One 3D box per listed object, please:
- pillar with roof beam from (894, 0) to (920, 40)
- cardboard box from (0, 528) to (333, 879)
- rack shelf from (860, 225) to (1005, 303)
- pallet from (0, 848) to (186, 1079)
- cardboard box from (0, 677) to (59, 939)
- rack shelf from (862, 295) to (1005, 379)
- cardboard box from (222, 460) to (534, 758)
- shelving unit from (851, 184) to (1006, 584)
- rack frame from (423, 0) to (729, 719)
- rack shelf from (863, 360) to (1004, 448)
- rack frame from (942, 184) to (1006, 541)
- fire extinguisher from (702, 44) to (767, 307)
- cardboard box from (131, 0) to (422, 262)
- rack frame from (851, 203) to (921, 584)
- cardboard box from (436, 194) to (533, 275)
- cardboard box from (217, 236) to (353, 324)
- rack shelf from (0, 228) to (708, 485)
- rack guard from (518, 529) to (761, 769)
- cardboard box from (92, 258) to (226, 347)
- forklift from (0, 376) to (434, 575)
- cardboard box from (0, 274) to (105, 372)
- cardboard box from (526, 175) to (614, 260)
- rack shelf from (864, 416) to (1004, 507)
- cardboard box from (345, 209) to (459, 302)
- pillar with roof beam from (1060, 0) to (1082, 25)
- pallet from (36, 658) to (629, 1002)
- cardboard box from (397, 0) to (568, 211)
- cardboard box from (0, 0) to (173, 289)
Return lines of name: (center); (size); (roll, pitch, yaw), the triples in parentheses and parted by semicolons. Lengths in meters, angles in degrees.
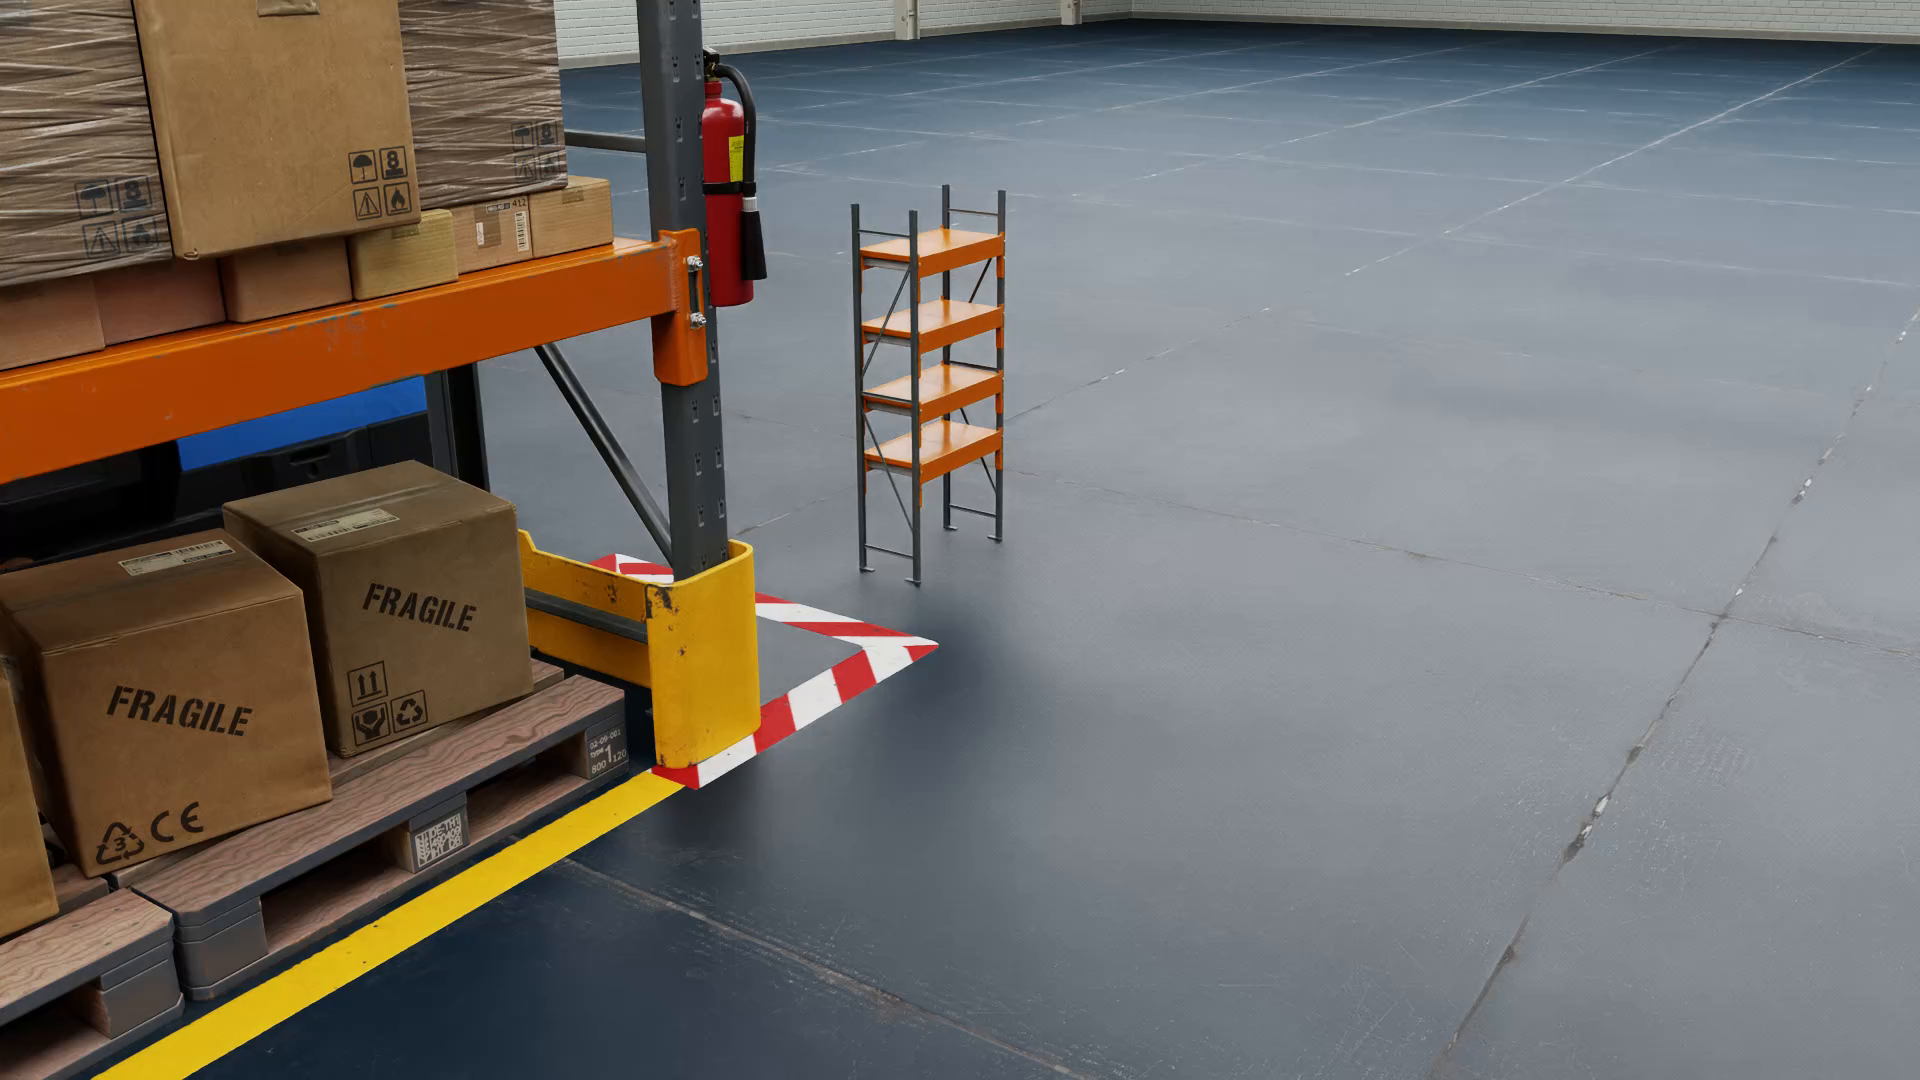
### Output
pillar with roof beam: (2.569, -12.741, 27.237); (9.100, 9.000, 0.400); (13, 24, 32)
cardboard box: (-1.715, 0.325, 3.561); (0.500, 0.500, 0.500); (-17, 26, -38)
rack shelf: (-0.093, -0.884, 5.292); (0.258, 0.148, 0.480); (13, 24, 32)
pallet: (-2.257, 0.900, 3.028); (1.003, 0.211, 1.213); (13, 24, 32)
cardboard box: (-2.083, 0.501, 3.085); (0.500, 0.500, 0.500); (16, 26, 37)
rack shelf: (-0.093, -0.662, 5.374); (0.258, 0.148, 0.480); (13, 24, 32)
cardboard box: (-1.407, 0.147, 4.043); (0.500, 0.500, 0.500); (19, 28, 42)
shelving unit: (-0.093, -0.515, 5.428); (0.258, 1.200, 0.503); (13, 24, 32)
rack frame: (-1.042, -1.005, 4.158); (1.000, 3.000, 0.127); (13, 24, 32)
rack shelf: (-0.093, -0.452, 5.452); (0.258, 0.148, 0.480); (13, 24, 32)
rack frame: (0.044, -0.585, 5.618); (0.240, 1.200, 0.015); (13, 24, 32)
fire extinguisher: (-0.597, -0.911, 4.017); (0.296, 0.674, 0.183); (13, 24, 32)
cardboard box: (-1.556, -0.872, 3.225); (0.875, 0.500, 0.500); (13, 24, 32)
rack frame: (-0.230, -0.445, 5.239); (0.240, 1.200, 0.015); (13, 24, 32)
cardboard box: (-1.173, -0.693, 3.678); (0.380, 0.149, 0.250); (13, 24, 32)
cardboard box: (-1.424, -0.543, 3.271); (0.380, 0.149, 0.250); (13, 24, 32)
rack shelf: (-2.167, -0.094, 2.731); (1.077, 0.370, 4.000); (13, 24, 32)
rack guard: (-1.085, 0.189, 4.532); (1.175, 0.500, 0.348); (13, 24, 32)
cardboard box: (-1.599, -0.479, 3.099); (0.380, 0.149, 0.250); (13, 24, 32)
forklift: (-3.242, -1.293, 5.036); (1.130, 2.935, 3.031); (15, 25, 36)
cardboard box: (-1.721, -0.403, 2.893); (0.380, 0.149, 0.250); (13, 24, 32)
cardboard box: (-1.032, -0.765, 3.871); (0.380, 0.149, 0.250); (13, 24, 32)
rack shelf: (-0.093, -0.266, 5.521); (0.258, 0.148, 0.480); (13, 24, 32)
cardboard box: (-1.271, -0.612, 3.457); (0.380, 0.149, 0.250); (13, 24, 32)
pillar with roof beam: (5.942, -14.462, 31.891); (9.100, 9.000, 0.400); (13, 24, 32)
pallet: (-1.571, 0.551, 3.971); (1.003, 0.211, 1.213); (13, 24, 32)
cardboard box: (-1.374, -1.039, 3.676); (0.875, 0.500, 0.500); (13, 24, 32)
cardboard box: (-1.873, -0.737, 2.860); (0.875, 0.500, 0.500); (13, 24, 32)
